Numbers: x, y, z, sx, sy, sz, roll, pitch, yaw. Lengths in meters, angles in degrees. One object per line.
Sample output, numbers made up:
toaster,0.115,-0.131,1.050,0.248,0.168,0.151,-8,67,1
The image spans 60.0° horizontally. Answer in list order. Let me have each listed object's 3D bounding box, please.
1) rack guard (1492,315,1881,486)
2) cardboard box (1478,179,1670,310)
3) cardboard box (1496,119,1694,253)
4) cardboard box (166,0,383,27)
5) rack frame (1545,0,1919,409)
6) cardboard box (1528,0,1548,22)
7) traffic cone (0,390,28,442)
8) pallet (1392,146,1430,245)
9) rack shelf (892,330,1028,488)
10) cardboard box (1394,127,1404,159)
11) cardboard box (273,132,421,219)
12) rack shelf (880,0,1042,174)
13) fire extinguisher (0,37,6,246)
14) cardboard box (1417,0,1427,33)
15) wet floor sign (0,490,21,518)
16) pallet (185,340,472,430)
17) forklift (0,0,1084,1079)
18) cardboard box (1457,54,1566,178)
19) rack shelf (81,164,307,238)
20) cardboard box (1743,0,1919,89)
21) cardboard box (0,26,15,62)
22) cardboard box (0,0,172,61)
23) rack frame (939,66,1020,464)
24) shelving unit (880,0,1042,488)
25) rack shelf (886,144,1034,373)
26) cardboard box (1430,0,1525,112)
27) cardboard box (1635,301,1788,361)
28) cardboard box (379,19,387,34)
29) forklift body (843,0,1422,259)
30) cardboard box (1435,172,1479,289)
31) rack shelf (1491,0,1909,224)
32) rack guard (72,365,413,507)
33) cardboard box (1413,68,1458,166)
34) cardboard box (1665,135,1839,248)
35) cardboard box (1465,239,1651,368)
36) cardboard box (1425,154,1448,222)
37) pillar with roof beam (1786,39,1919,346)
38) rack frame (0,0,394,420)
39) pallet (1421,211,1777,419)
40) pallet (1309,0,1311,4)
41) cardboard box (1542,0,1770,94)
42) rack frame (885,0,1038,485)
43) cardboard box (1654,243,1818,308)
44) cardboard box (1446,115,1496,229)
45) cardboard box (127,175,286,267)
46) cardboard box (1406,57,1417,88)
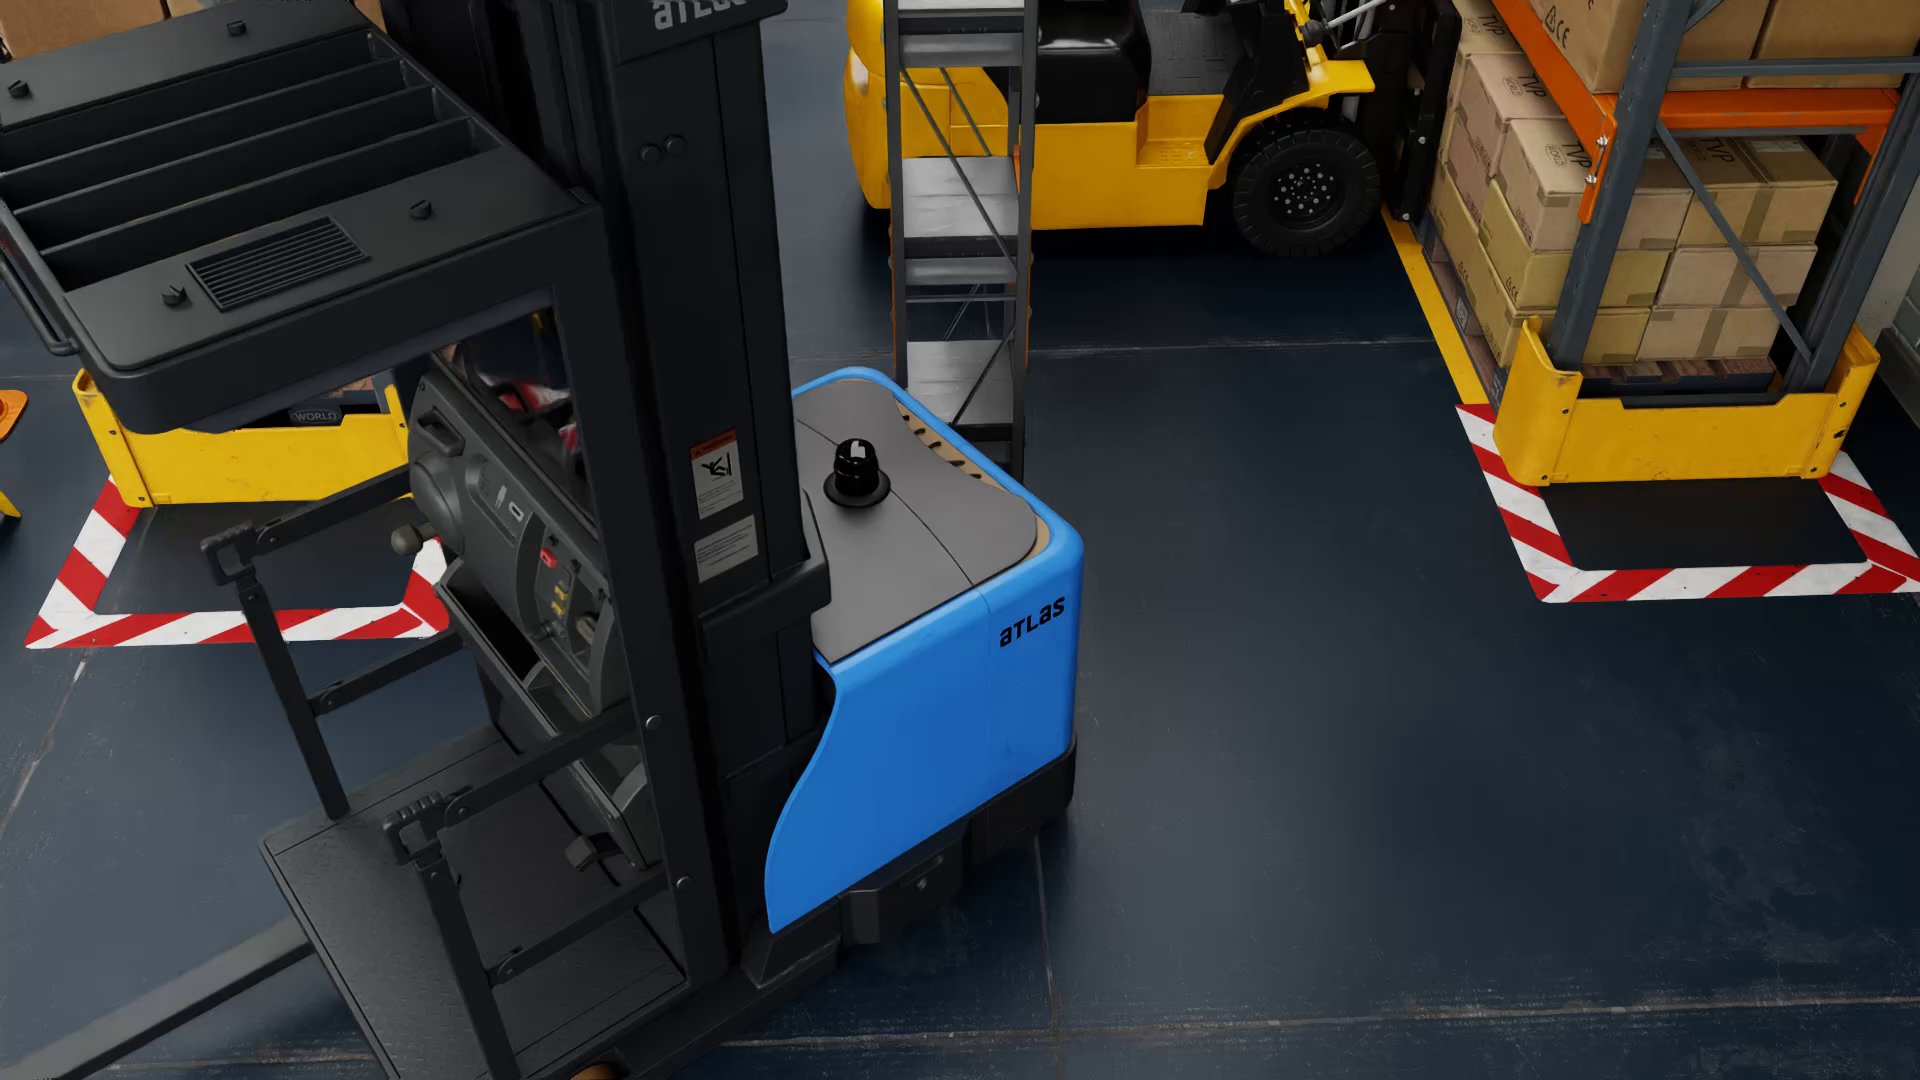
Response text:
rack guard,2.565,-0.509,5.935,1.175,0.500,0.348,-2,43,-2
cardboard box,2.231,-1.091,6.075,0.500,0.250,0.500,-2,43,-2
cardboard box,2.233,-1.258,5.887,0.500,0.250,0.500,0,43,0
cardboard box,-2.138,-1.776,5.173,0.500,0.500,0.500,-2,43,-2
rack frame,2.564,-1.446,5.108,1.000,3.000,0.127,-2,43,-2
cardboard box,2.268,-2.158,5.811,0.500,0.500,0.500,0,43,0
traffic cone,-3.702,-0.619,6.083,0.336,0.463,0.334,-2,43,-2
pallet,2.441,-1.755,7.508,1.003,0.211,1.213,-2,43,-2
rack shelf,-0.007,-0.360,5.645,0.431,0.518,0.480,-2,43,-2
cardboard box,2.160,-1.920,7.348,0.500,0.250,0.500,0,43,0
cardboard box,-2.155,-1.287,6.104,0.500,0.500,0.500,-3,43,-3
rack shelf,-0.007,-1.392,4.699,0.431,0.518,0.480,-2,43,-2
fire extinguisher,-2.851,-1.182,4.877,0.296,0.674,0.183,-2,43,-2
cardboard box,2.160,-2.285,7.007,0.500,0.250,0.500,-2,43,-3
wet floor sign,-3.456,-0.274,5.572,0.267,0.644,0.232,12,44,13
pallet,-2.398,-0.874,6.547,1.003,0.211,1.213,-2,43,-2
forklift,-1.145,0.061,3.515,3.031,2.935,1.130,-28,49,-27
cardboard box,2.205,-1.603,6.263,0.500,0.250,0.500,-1,43,-1
rack shelf,-2.480,-2.386,6.666,1.077,0.370,4.000,-2,43,-2
cardboard box,2.820,-1.826,5.448,0.500,0.500,0.500,0,43,0
cardboard box,-4.675,-2.382,8.152,0.258,0.266,0.396,-32,51,-30
cardboard box,-2.694,-1.806,5.207,0.500,0.500,0.500,-2,43,-3
rack frame,-0.017,-1.051,5.342,0.400,2.100,0.015,-2,43,-2
shelving unit,-0.007,-0.886,5.162,0.431,2.100,0.503,-2,43,-2
rack shelf,-0.007,-0.876,5.172,0.431,0.518,0.480,-2,43,-2
cardboard box,2.174,-1.943,6.634,0.500,0.250,0.500,-1,43,-1
cardboard box,2.738,-0.925,6.263,0.500,0.250,0.500,-1,43,-2
cardboard box,-2.158,-1.795,5.675,0.380,0.149,0.250,-3,43,-3
forklift body,0.661,-2.361,6.734,2.313,2.155,1.214,-2,43,-2
cardboard box,2.217,-1.232,6.598,0.500,0.250,0.500,-2,43,-2
rack shelf,2.479,-2.531,6.824,1.077,0.370,4.000,-2,43,-2
rack guard,-2.399,-0.431,5.850,1.175,0.500,0.348,-2,43,-2
cardboard box,2.177,-1.778,6.824,0.500,0.250,0.500,-3,43,-3
cardboard box,2.732,-1.286,5.917,0.500,0.250,0.500,-2,43,-2
cardboard box,2.228,-0.896,6.231,0.500,0.250,0.500,-1,43,-1
cardboard box,2.204,-1.570,6.967,0.500,0.250,0.500,-1,43,-1
pillar with roof beam,-0.866,-4.030,3.487,9.100,9.000,0.400,-2,43,-2
rack frame,-2.395,-1.301,4.950,1.000,3.000,0.127,-2,43,-2
pallet,2.489,-0.933,6.612,1.003,0.211,1.213,-2,43,-2
pallet,2.386,-2.581,8.409,1.003,0.211,1.213,-2,43,-2
cardboard box,2.280,-1.808,5.428,0.500,0.500,0.500,-3,43,-3
rack frame,0.003,-0.721,4.983,0.400,2.100,0.015,-2,43,-2
cardboard box,2.751,-1.095,6.079,0.500,0.250,0.500,-1,43,-1
cardboard box,2.220,-1.430,6.445,0.500,0.250,0.500,-2,43,-2
cardboard box,-2.690,-1.252,6.065,0.500,0.500,0.500,-1,43,-2
cardboard box,2.160,-2.116,7.193,0.500,0.250,0.500,-2,43,-2
